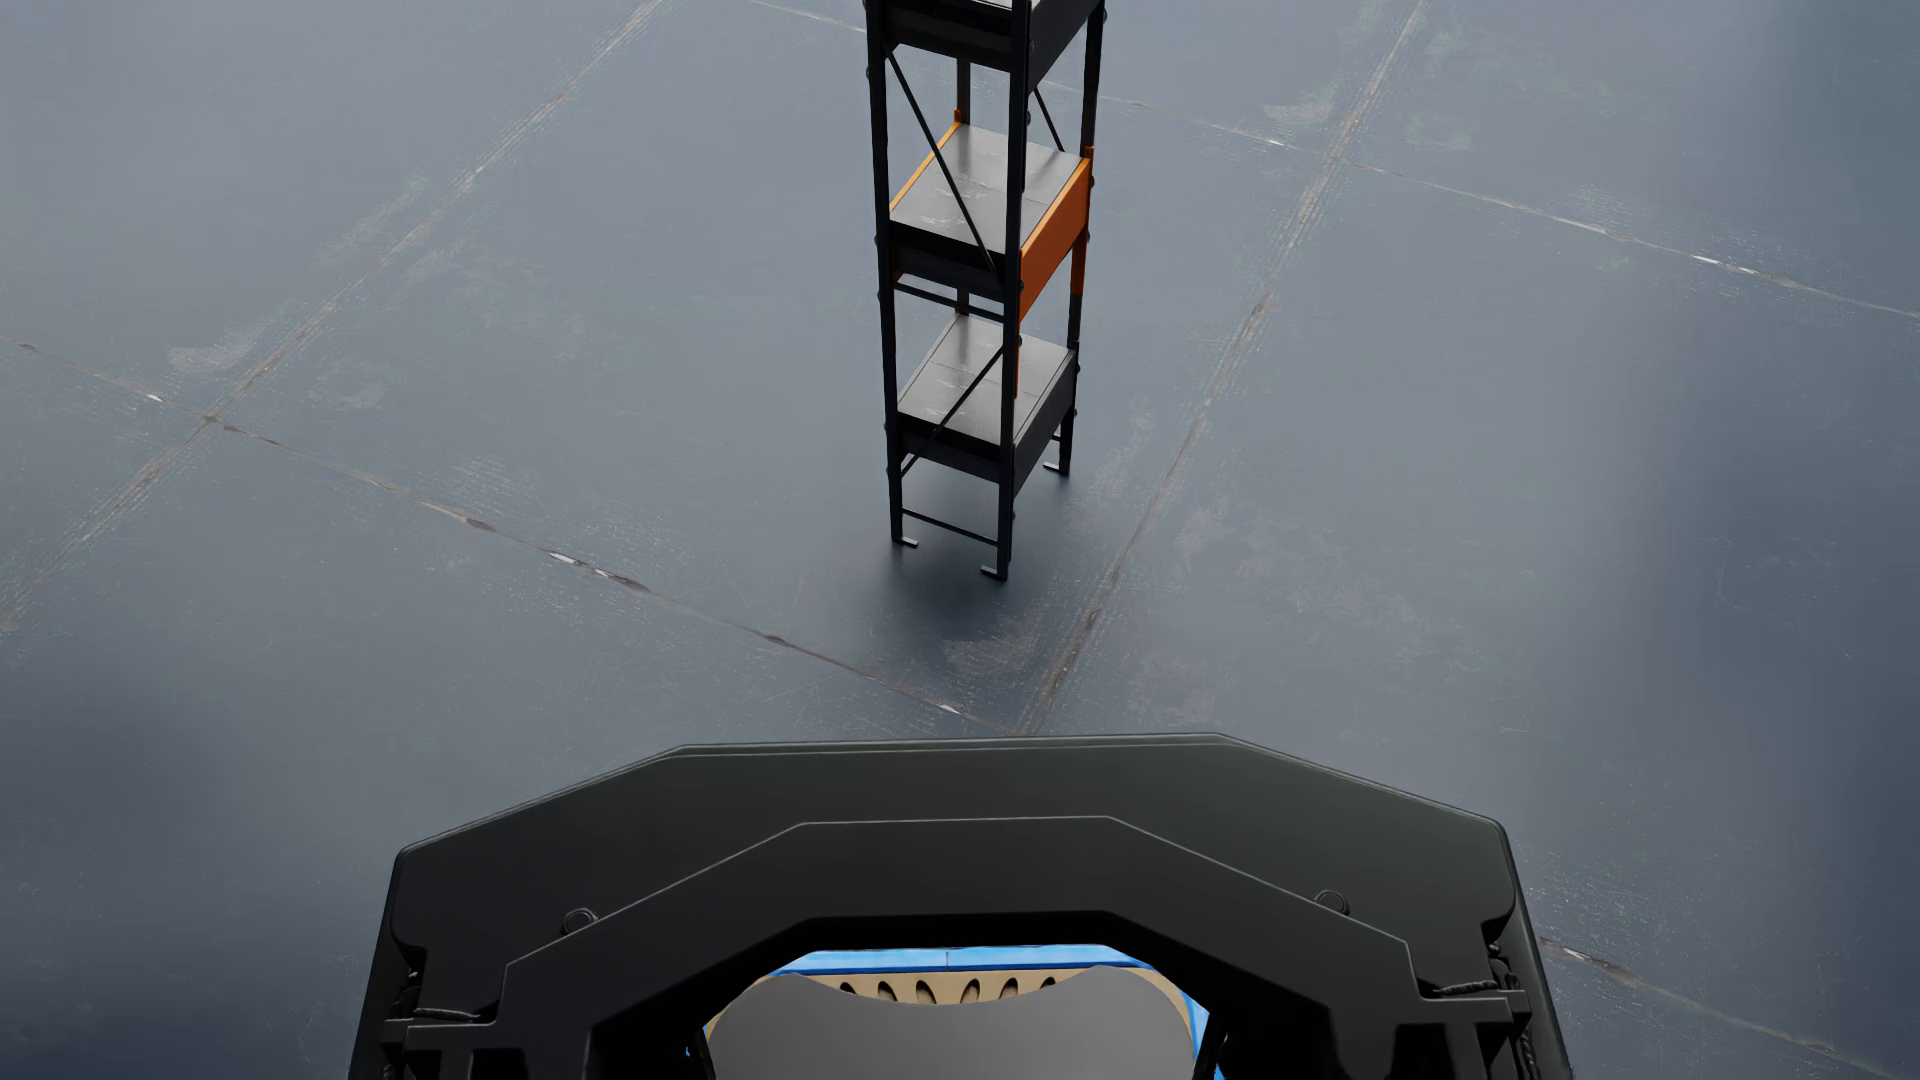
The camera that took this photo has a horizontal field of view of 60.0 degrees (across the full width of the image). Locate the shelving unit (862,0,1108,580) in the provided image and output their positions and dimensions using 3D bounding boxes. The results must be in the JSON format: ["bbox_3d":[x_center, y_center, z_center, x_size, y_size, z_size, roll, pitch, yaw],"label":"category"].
[{"bbox_3d":[0.071,-0.794,4.547,0.431,2.100,0.503,20,52,16],"label":"shelving unit"}]

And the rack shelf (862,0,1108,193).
[{"bbox_3d":[0.071,-1.239,4.025,0.431,0.518,0.480,20,52,16],"label":"rack shelf"}]

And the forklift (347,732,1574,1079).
[{"bbox_3d":[0.015,1.656,1.916,1.130,2.935,3.031,-1,50,-1],"label":"forklift"}]

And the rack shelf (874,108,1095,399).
[{"bbox_3d":[0.071,-0.786,4.558,0.431,0.518,0.480,20,52,16],"label":"rack shelf"}]

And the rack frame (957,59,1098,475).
[{"bbox_3d":[0.175,-0.962,4.690,0.400,2.100,0.015,20,52,16],"label":"rack frame"}]

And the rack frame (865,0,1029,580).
[{"bbox_3d":[-0.034,-0.626,4.404,0.400,2.100,0.015,20,52,16],"label":"rack frame"}]

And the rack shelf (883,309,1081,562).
[{"bbox_3d":[0.071,-0.332,5.091,0.431,0.518,0.480,20,52,16],"label":"rack shelf"}]
